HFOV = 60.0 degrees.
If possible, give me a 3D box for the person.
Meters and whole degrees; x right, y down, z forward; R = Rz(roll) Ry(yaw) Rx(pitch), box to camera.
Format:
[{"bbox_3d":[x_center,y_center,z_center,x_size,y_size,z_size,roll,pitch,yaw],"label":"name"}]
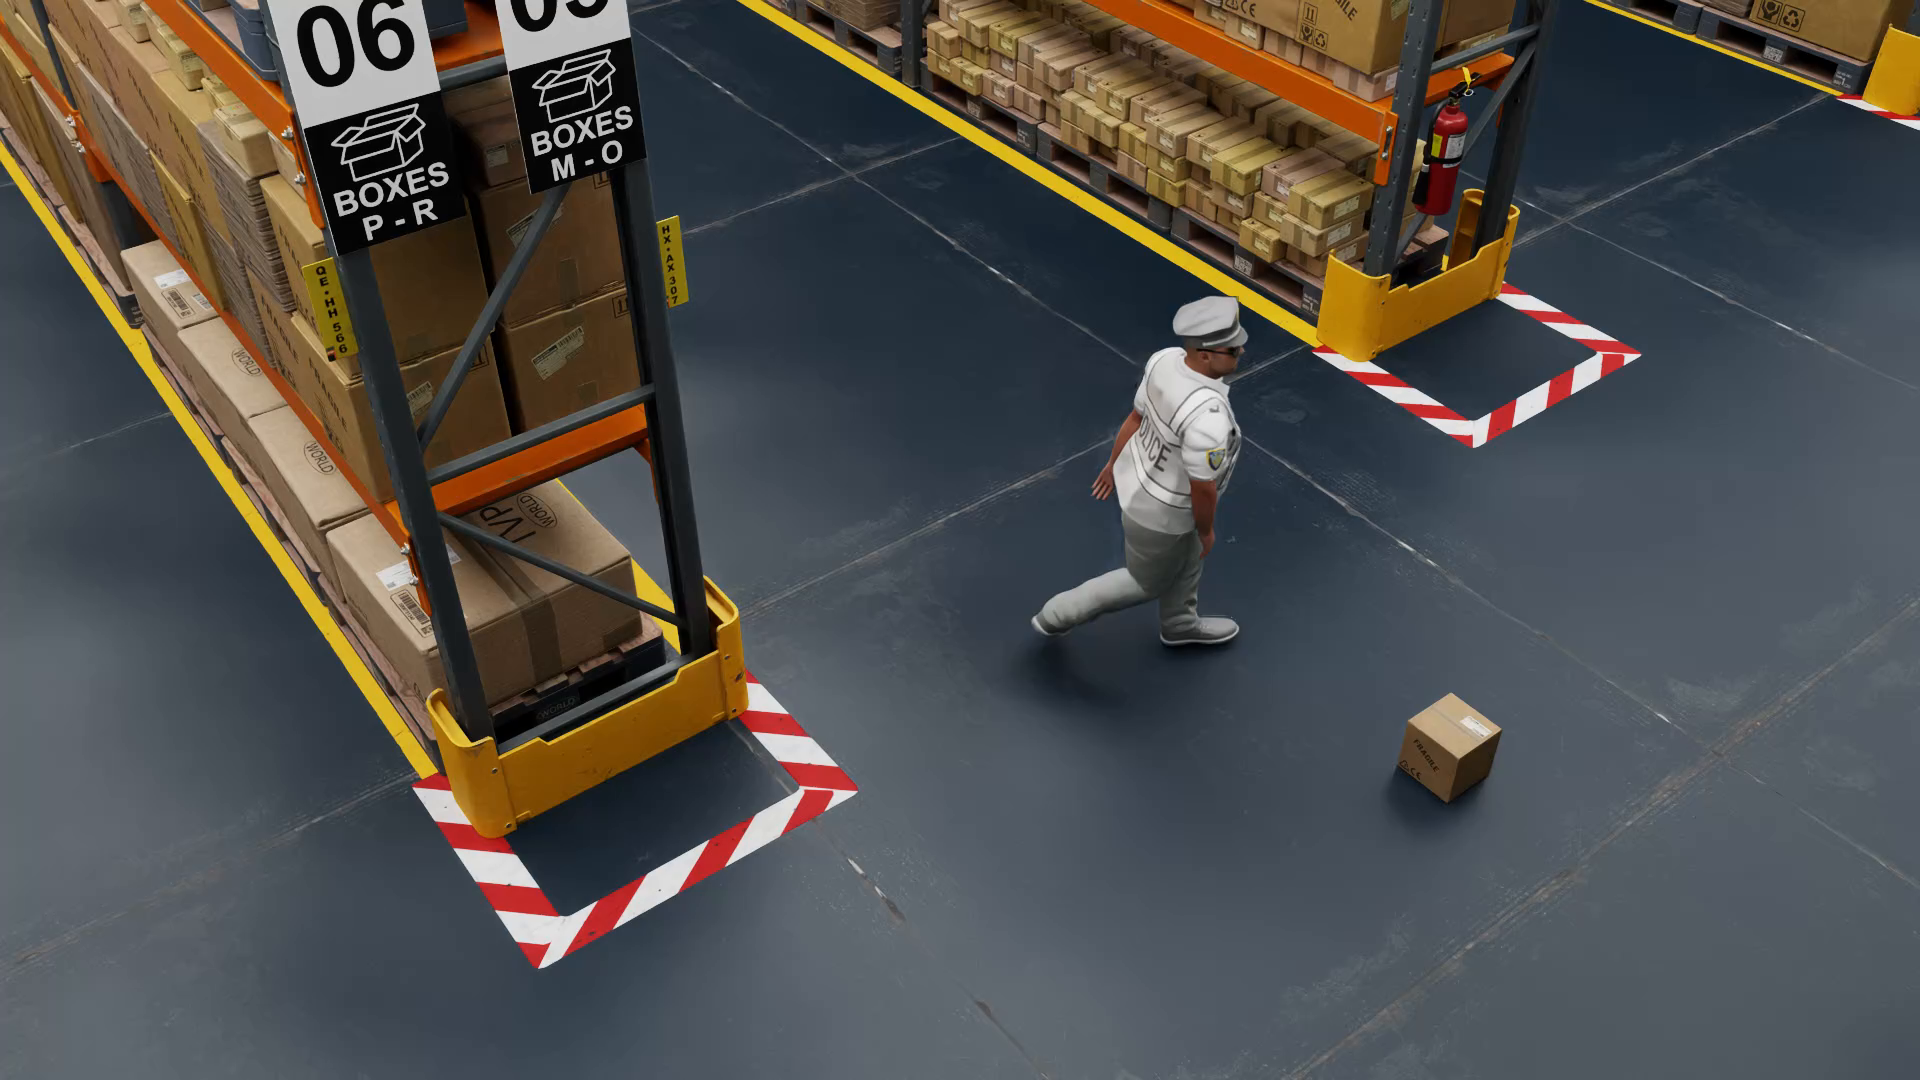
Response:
[{"bbox_3d":[0.736,-0.151,6.327,0.893,1.724,0.576,-5,40,-6],"label":"person"}]
